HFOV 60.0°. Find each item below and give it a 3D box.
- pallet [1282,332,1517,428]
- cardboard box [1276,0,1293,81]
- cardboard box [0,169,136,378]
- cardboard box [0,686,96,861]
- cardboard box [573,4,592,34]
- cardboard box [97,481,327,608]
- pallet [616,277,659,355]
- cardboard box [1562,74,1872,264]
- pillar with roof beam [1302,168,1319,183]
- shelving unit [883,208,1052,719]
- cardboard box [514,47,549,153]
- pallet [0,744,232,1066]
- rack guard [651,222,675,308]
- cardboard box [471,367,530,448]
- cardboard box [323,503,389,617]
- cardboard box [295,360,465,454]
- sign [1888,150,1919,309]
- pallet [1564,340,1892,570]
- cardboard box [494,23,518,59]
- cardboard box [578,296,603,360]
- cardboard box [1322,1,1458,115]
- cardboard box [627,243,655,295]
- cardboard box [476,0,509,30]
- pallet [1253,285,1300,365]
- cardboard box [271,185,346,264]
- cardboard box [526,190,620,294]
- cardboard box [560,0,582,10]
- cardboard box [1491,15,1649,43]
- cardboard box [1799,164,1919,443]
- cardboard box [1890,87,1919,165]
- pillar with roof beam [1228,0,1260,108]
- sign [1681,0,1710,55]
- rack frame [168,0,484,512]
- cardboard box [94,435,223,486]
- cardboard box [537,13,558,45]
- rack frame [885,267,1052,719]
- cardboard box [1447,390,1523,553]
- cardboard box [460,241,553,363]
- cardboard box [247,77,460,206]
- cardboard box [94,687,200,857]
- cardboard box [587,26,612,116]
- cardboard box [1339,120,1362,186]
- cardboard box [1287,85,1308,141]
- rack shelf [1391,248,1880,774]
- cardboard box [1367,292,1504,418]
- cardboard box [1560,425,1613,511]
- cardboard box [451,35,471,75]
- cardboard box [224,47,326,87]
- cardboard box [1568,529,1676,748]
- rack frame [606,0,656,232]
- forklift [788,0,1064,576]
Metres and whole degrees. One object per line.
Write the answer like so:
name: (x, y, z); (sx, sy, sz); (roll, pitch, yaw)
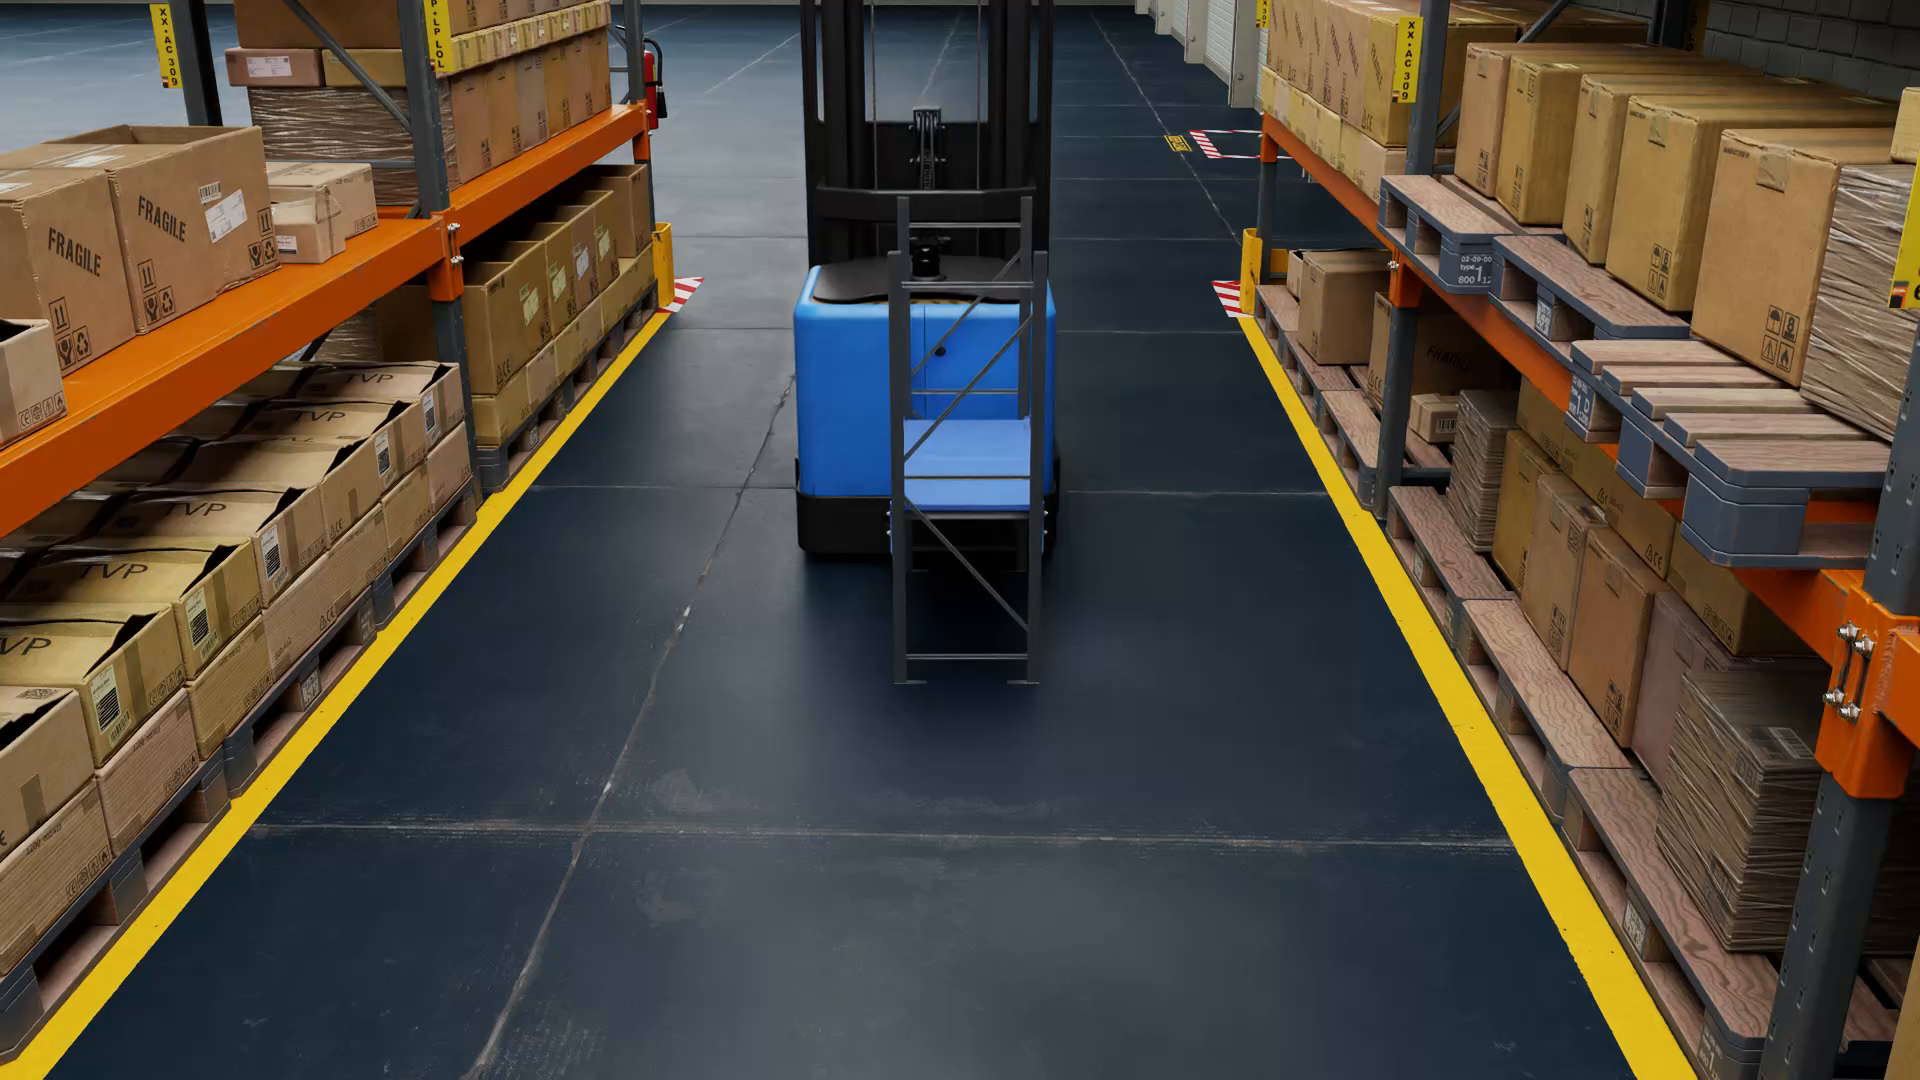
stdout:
pallet: (2.335, -0.877, 8.997); (1.003, 0.211, 1.213); (1, 21, 2)
cardboard box: (2.098, -2.879, 9.445); (0.500, 0.500, 0.500); (1, 21, 2)
cardboard box: (-2.723, -0.752, 4.682); (0.500, 0.500, 0.500); (0, 21, -1)
cardboard box: (-2.448, 0.540, 3.936); (0.500, 0.311, 0.500); (1, 21, 3)
cardboard box: (-2.349, -3.013, 9.612); (0.380, 0.149, 0.250); (0, 21, 1)
cardboard box: (-2.407, -0.020, 5.380); (0.500, 0.311, 0.500); (0, 21, 1)
pallet: (-2.495, -1.414, 10.381); (1.003, 0.211, 1.213); (1, 21, 2)
cardboard box: (2.253, -1.119, 5.020); (0.700, 0.500, 0.500); (4, 21, 9)
pillar with roof beam: (-0.840, -7.689, 14.405); (9.100, 9.000, 0.400); (1, 21, 2)
shelving unit: (0.022, -0.298, 5.723); (0.538, 1.500, 1.048); (0, 21, 0)
cardboard box: (-2.585, -2.309, 8.695); (0.700, 0.500, 0.500); (1, 21, 3)
pallet: (-2.693, 0.904, 4.406); (1.003, 0.211, 1.213); (1, 21, 2)
rack guard: (-2.513, -1.834, 11.065); (1.175, 0.500, 0.348); (1, 21, 2)
cardboard box: (-2.318, -0.623, 7.708); (0.500, 0.250, 0.500); (1, 21, 2)
cardboard box: (-2.391, 0.062, 5.942); (0.500, 0.250, 0.500); (1, 21, 3)
cardboard box: (-2.361, -0.570, 6.798); (0.500, 0.311, 0.500); (1, 21, 2)
sign: (1.652, -0.551, 2.810); (0.100, 0.325, 0.005); (1, 21, 2)
pallet: (2.109, -0.215, 3.701); (1.213, 0.211, 1.003); (1, 21, 2)
cardboard box: (-2.399, -2.455, 8.174); (0.380, 0.149, 0.250); (0, 21, 0)
cardboard box: (-2.269, -1.165, 9.106); (0.500, 0.250, 0.500); (1, 21, 2)
cardboard box: (2.057, -2.317, 7.998); (0.500, 0.500, 0.500); (0, 21, 0)
cardboard box: (-2.235, -1.708, 10.504); (0.500, 0.250, 0.500); (1, 21, 2)
cardboard box: (-2.598, -2.720, 7.962); (0.700, 0.500, 0.500); (1, 21, 2)
pallet: (2.375, -1.317, 10.131); (1.003, 0.211, 1.213); (1, 21, 2)
cardboard box: (-2.479, -1.162, 6.063); (0.396, 0.266, 0.258); (0, 21, 0)
cardboard box: (-2.249, -1.696, 9.436); (0.500, 0.500, 0.500); (1, 21, 2)
cardboard box: (-2.553, -3.264, 9.364); (0.700, 0.500, 0.500); (0, 21, 0)
cardboard box: (2.539, -1.948, 7.046); (0.500, 0.500, 0.500); (0, 21, 0)
cardboard box: (2.199, -0.467, 3.340); (0.700, 0.500, 0.500); (-2, 21, -5)
cardboard box: (2.170, -0.841, 3.407); (0.380, 0.149, 0.250); (-3, 21, -7)
pillar with roof beam: (-0.657, -9.858, 19.996); (9.100, 9.000, 0.400); (1, 21, 2)
sign: (2.871, -2.027, 6.505); (0.100, 0.325, 0.005); (1, 21, 2)
rack frame: (-2.636, -1.545, 6.863); (1.000, 3.000, 0.127); (1, 21, 2)
cardboard box: (-2.932, -0.205, 5.857); (0.500, 0.311, 0.500); (0, 21, 0)
cardboard box: (-2.373, -2.732, 8.887); (0.380, 0.149, 0.250); (1, 21, 3)
rack frame: (0.025, -0.114, 5.249); (0.500, 1.500, 0.032); (0, 21, 0)
cardboard box: (2.310, -0.265, 6.413); (0.700, 0.500, 0.500); (1, 21, 3)
cardboard box: (-2.301, -1.153, 8.039); (0.500, 0.500, 0.500); (1, 21, 2)
cardboard box: (-2.628, -1.752, 7.259); (0.700, 0.500, 0.500); (0, 21, 0)
cardboard box: (-2.433, 0.620, 4.506); (0.500, 0.250, 0.500); (0, 21, 0)
cardboard box: (-2.541, -2.869, 10.138); (0.700, 0.500, 0.500); (1, 21, 2)
cardboard box: (2.051, -1.786, 7.664); (0.500, 0.250, 0.500); (1, 21, 2)
cardboard box: (2.082, -2.332, 9.073); (0.500, 0.250, 0.500); (0, 21, 1)
rack shelf: (2.255, -0.433, 4.993); (1.077, 0.370, 4.000); (1, 21, 2)
cardboard box: (2.308, -0.907, 8.067); (0.500, 0.500, 0.500); (-1, 21, -2)
cardboard box: (2.288, -0.267, 5.382); (0.500, 0.250, 0.500); (0, 21, 0)
cardboard box: (-2.420, -2.173, 7.447); (0.380, 0.149, 0.250); (0, 21, 0)
cardboard box: (-2.841, -1.994, 6.987); (0.380, 0.149, 0.250); (1, 21, 2)
cardboard box: (2.283, 0.289, 4.984); (0.700, 0.500, 0.500); (1, 21, 1)
rack frame: (-2.514, -2.991, 10.591); (1.000, 3.000, 0.127); (1, 21, 2)
forklift: (-0.142, -1.708, 7.378); (1.130, 2.935, 3.031); (0, 21, 0)
